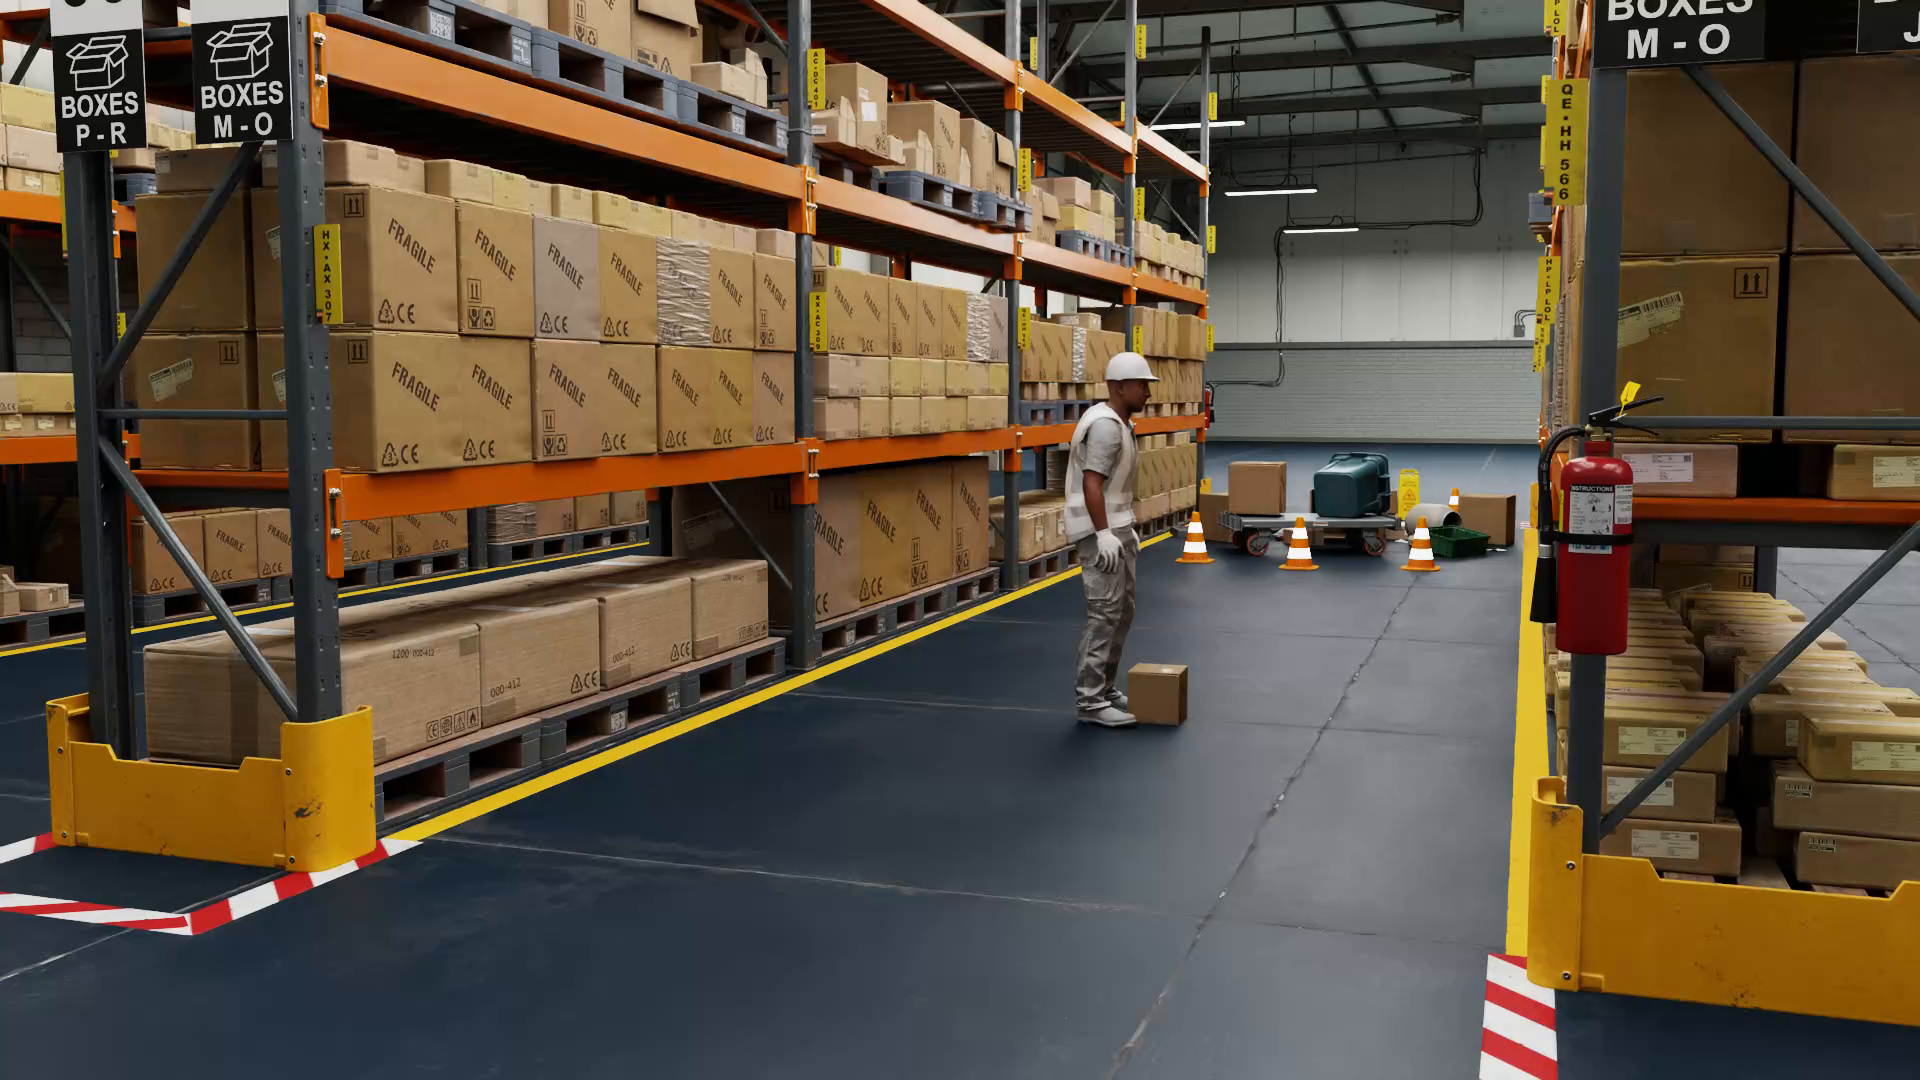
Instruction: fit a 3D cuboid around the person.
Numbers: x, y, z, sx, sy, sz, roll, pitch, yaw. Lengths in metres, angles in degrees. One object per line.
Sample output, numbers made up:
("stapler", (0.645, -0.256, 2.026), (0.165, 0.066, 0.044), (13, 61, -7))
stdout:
("person", (0.740, -0.017, 8.064), (0.450, 1.774, 0.632), (2, 5, 17))
